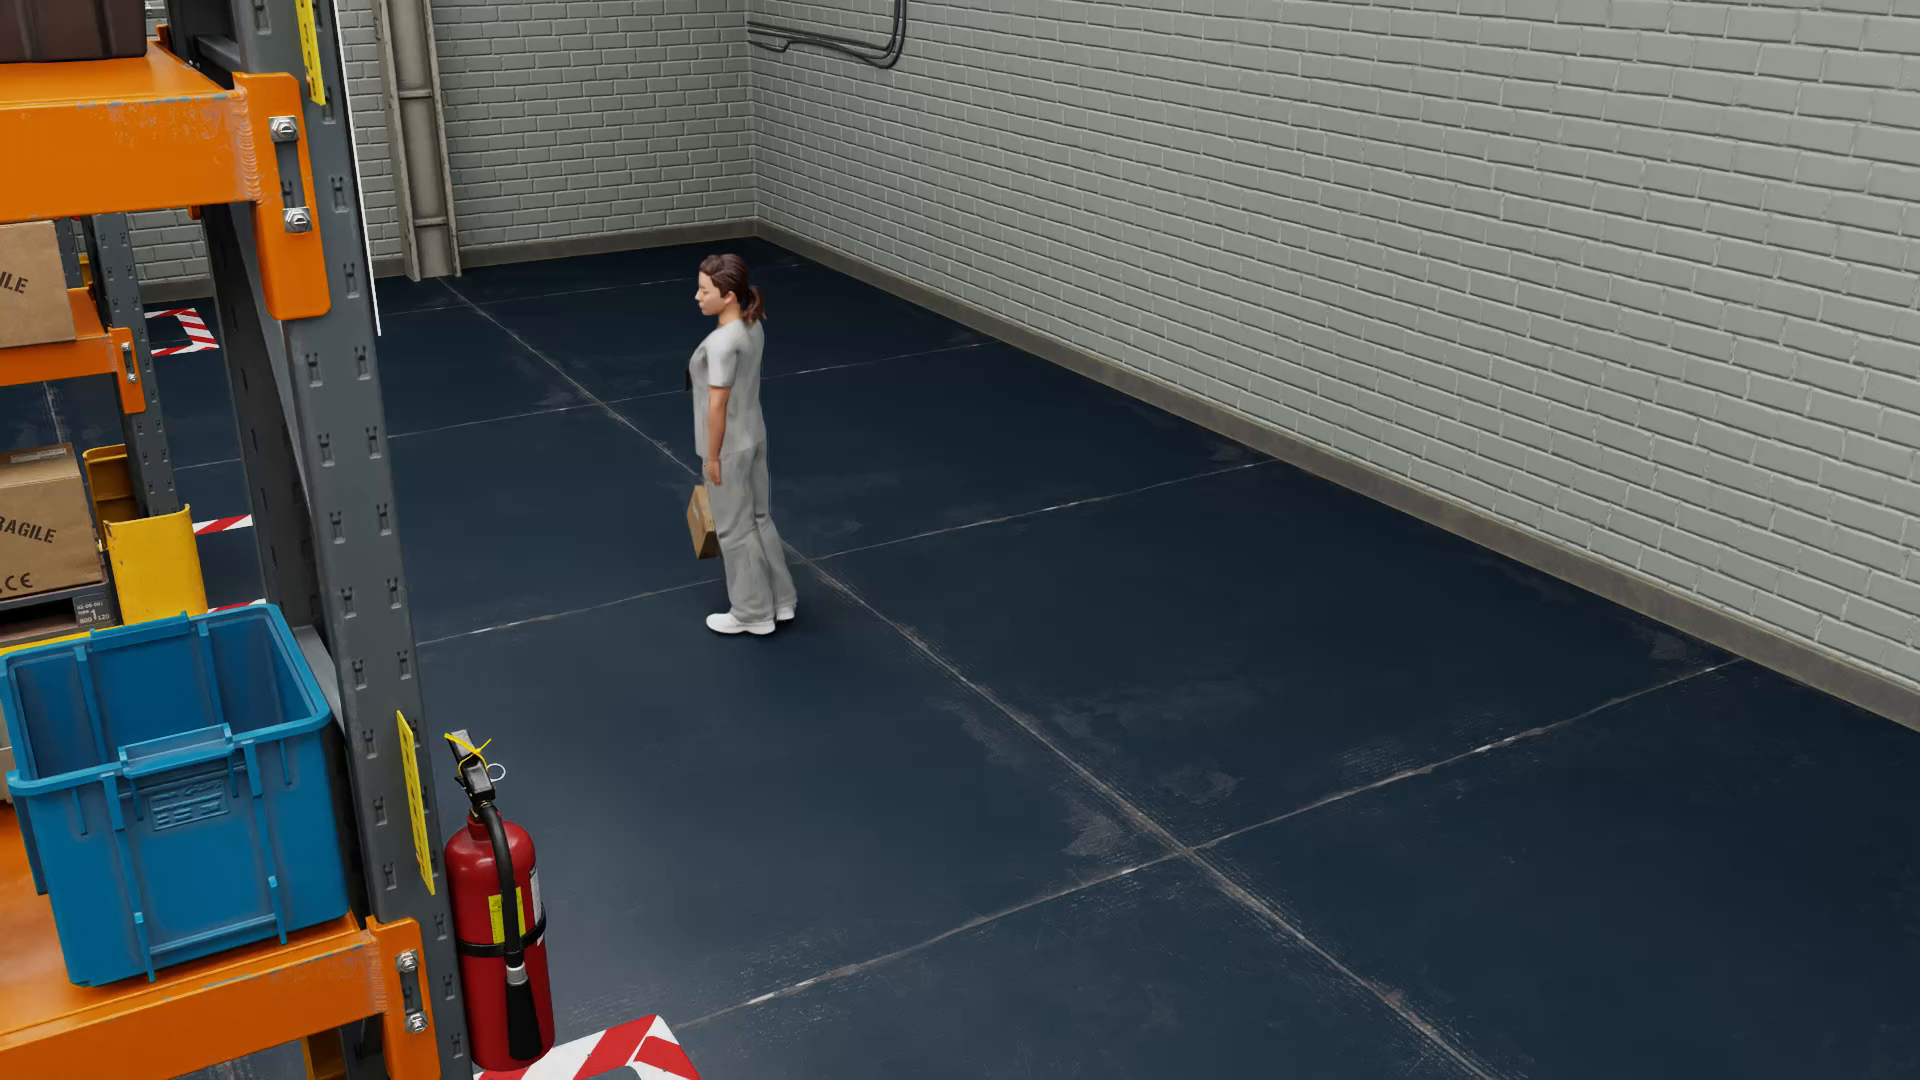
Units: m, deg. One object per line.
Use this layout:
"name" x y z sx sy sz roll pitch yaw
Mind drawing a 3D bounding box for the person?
"person" -0.929 -0.402 7.055 0.391 1.675 0.602 6 23 15
